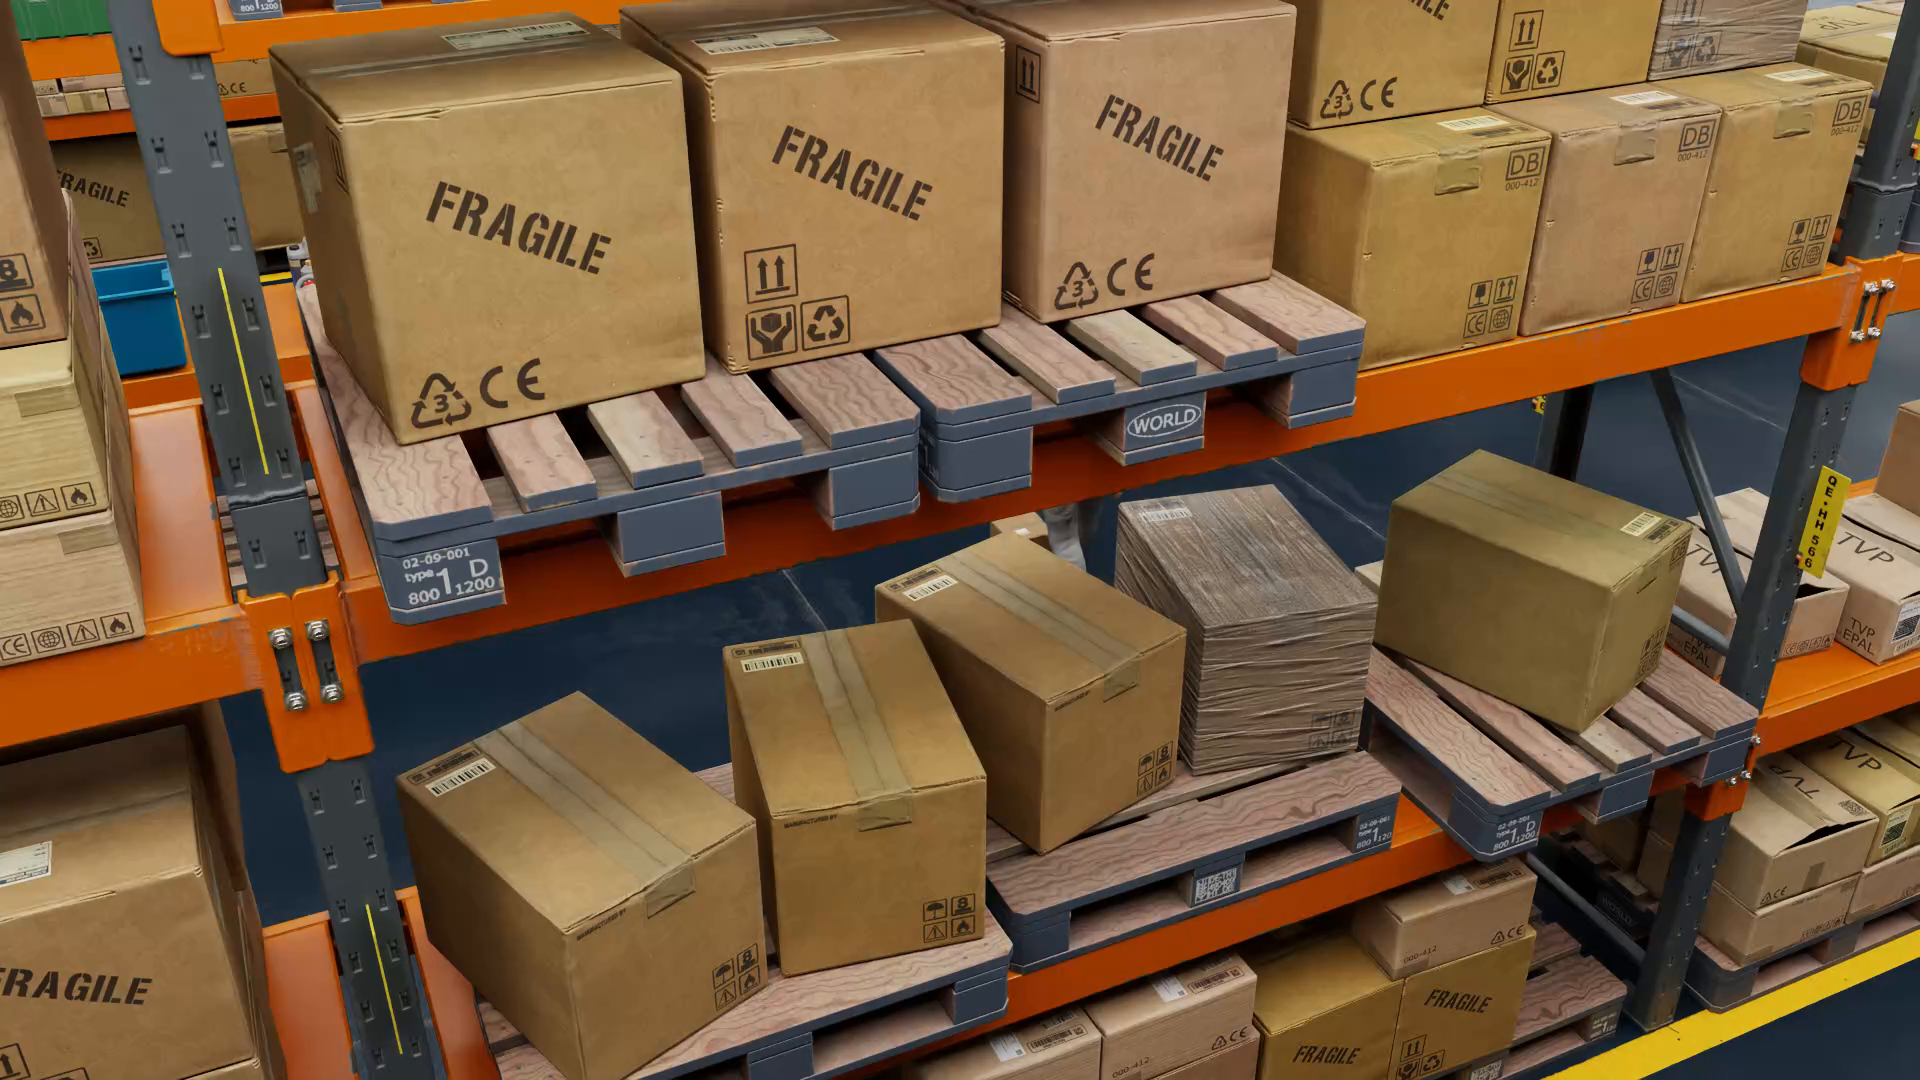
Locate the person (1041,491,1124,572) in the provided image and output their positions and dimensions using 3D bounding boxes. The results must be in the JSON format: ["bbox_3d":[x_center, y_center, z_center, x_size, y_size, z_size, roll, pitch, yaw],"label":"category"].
[{"bbox_3d":[0.478,-0.428,7.860,0.484,1.625,0.922,-10,31,-17],"label":"person"}]
